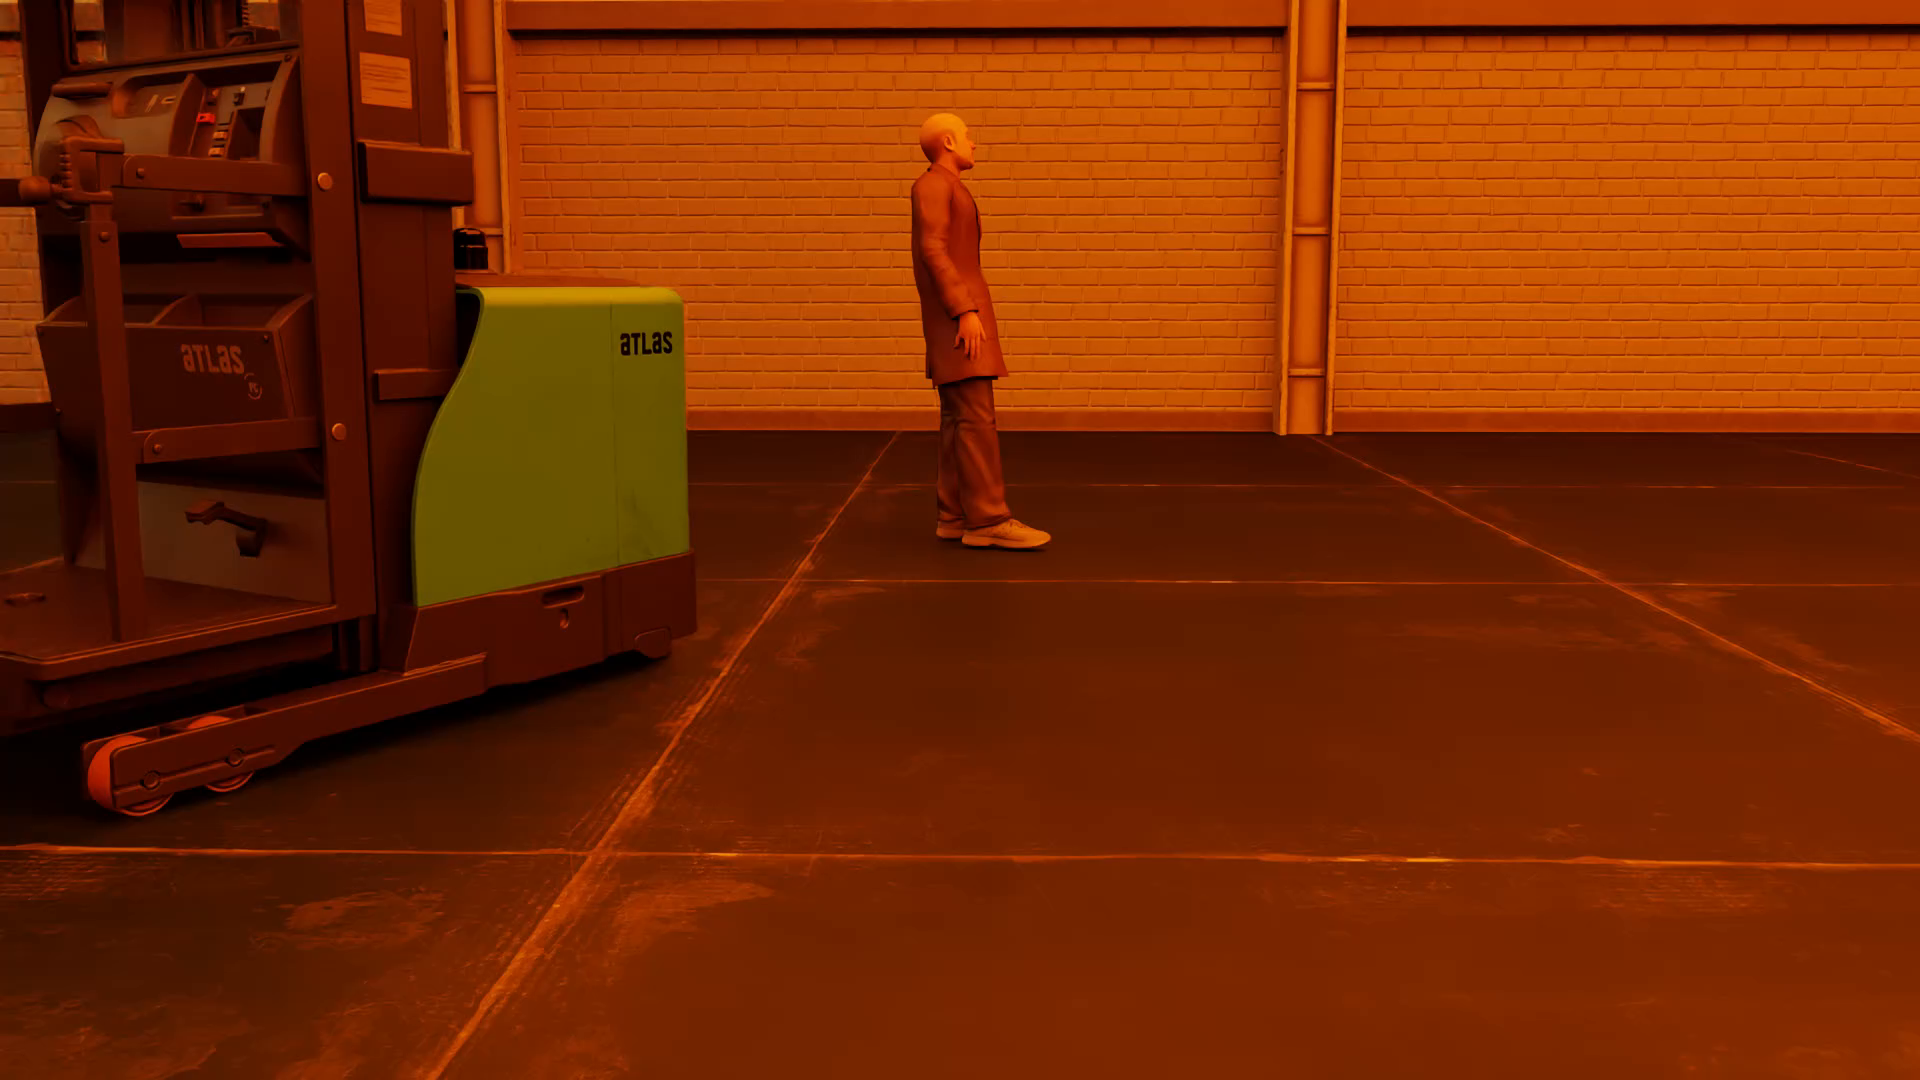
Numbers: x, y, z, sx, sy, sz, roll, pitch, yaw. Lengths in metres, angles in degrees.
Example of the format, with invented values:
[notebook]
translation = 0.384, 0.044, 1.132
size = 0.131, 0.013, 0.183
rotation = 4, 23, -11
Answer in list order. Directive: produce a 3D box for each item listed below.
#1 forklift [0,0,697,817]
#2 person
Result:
[forklift]
translation = -1.976, -0.961, 3.708
size = 1.130, 2.935, 3.031
rotation = 5, 10, 31
[person]
translation = 0.090, -0.885, 6.985
size = 0.582, 1.775, 0.696
rotation = 0, 9, 1
